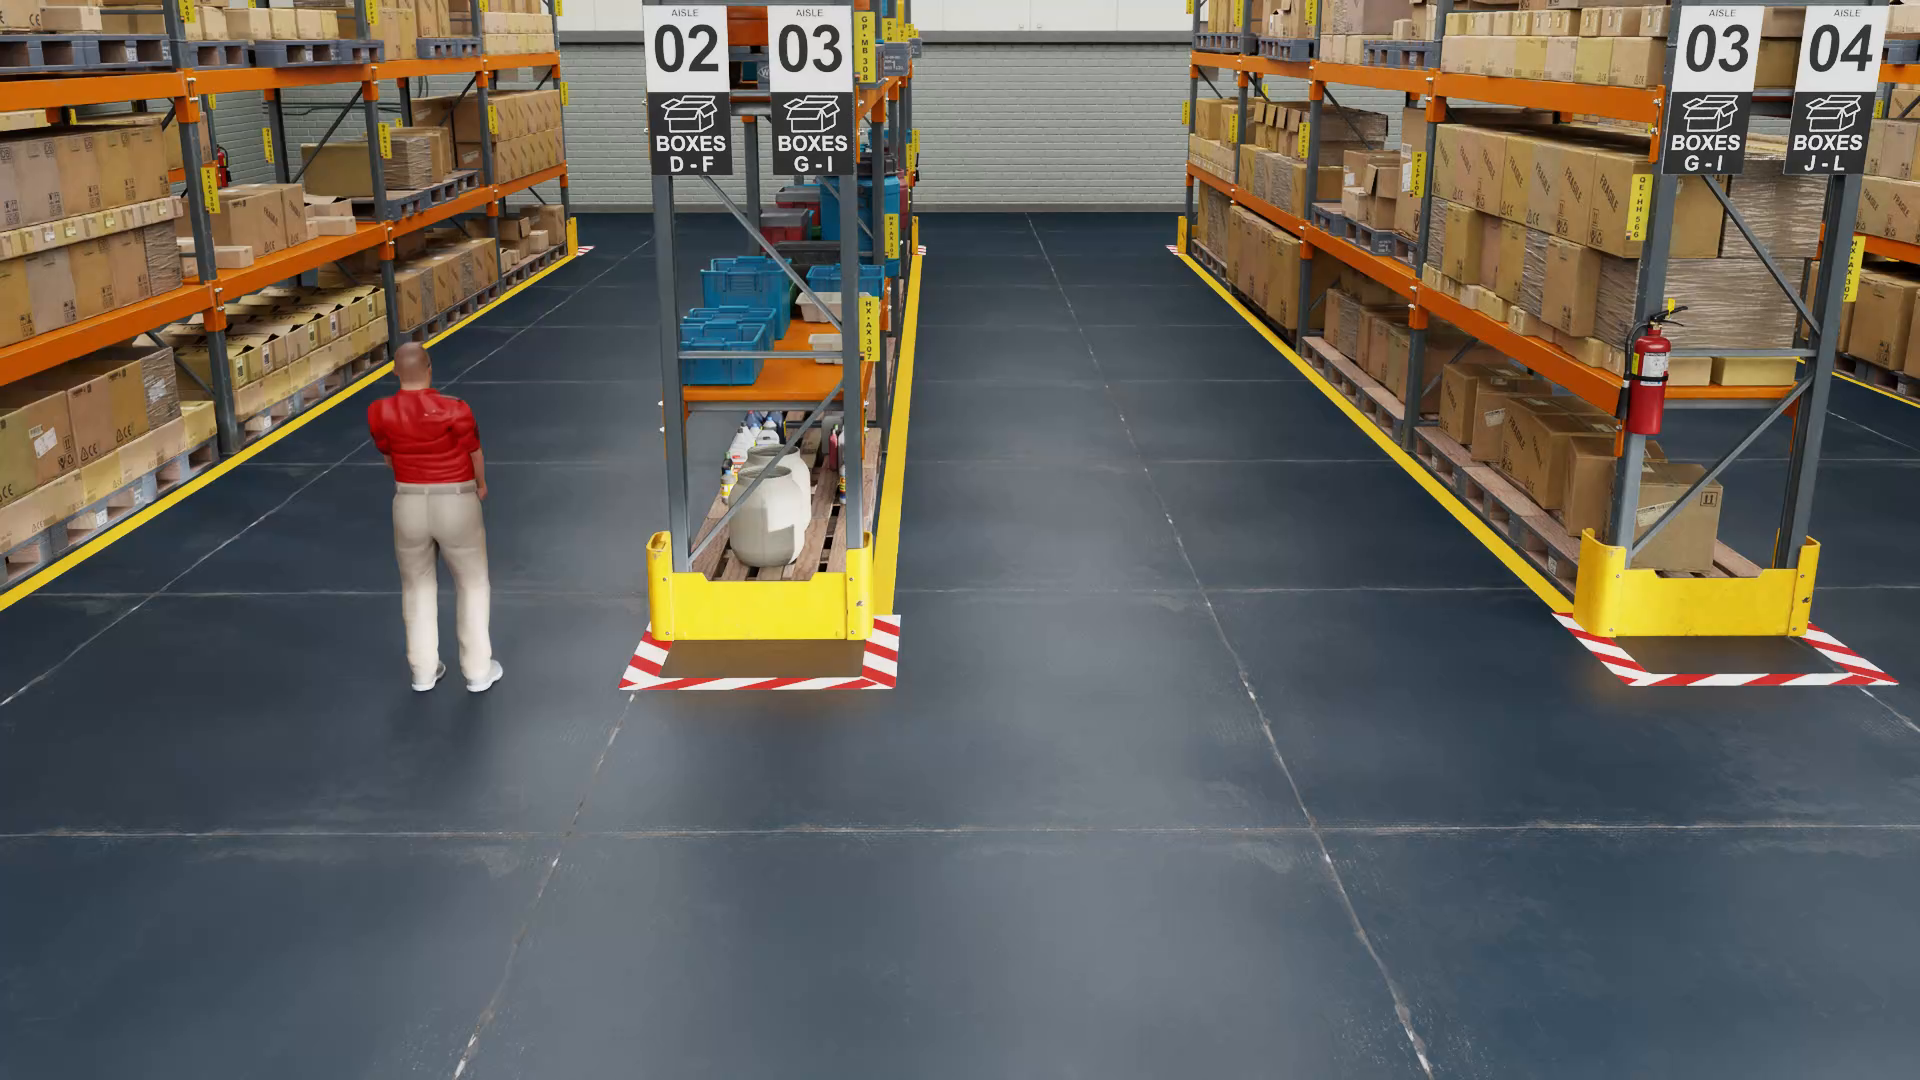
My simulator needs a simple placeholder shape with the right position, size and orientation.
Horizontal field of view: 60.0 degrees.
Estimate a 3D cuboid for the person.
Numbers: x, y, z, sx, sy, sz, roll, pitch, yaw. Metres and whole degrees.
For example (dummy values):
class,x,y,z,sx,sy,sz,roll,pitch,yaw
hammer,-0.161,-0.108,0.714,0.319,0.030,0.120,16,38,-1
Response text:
class,x,y,z,sx,sy,sz,roll,pitch,yaw
person,-2.513,-0.135,8.032,0.494,1.713,0.536,0,17,-1
